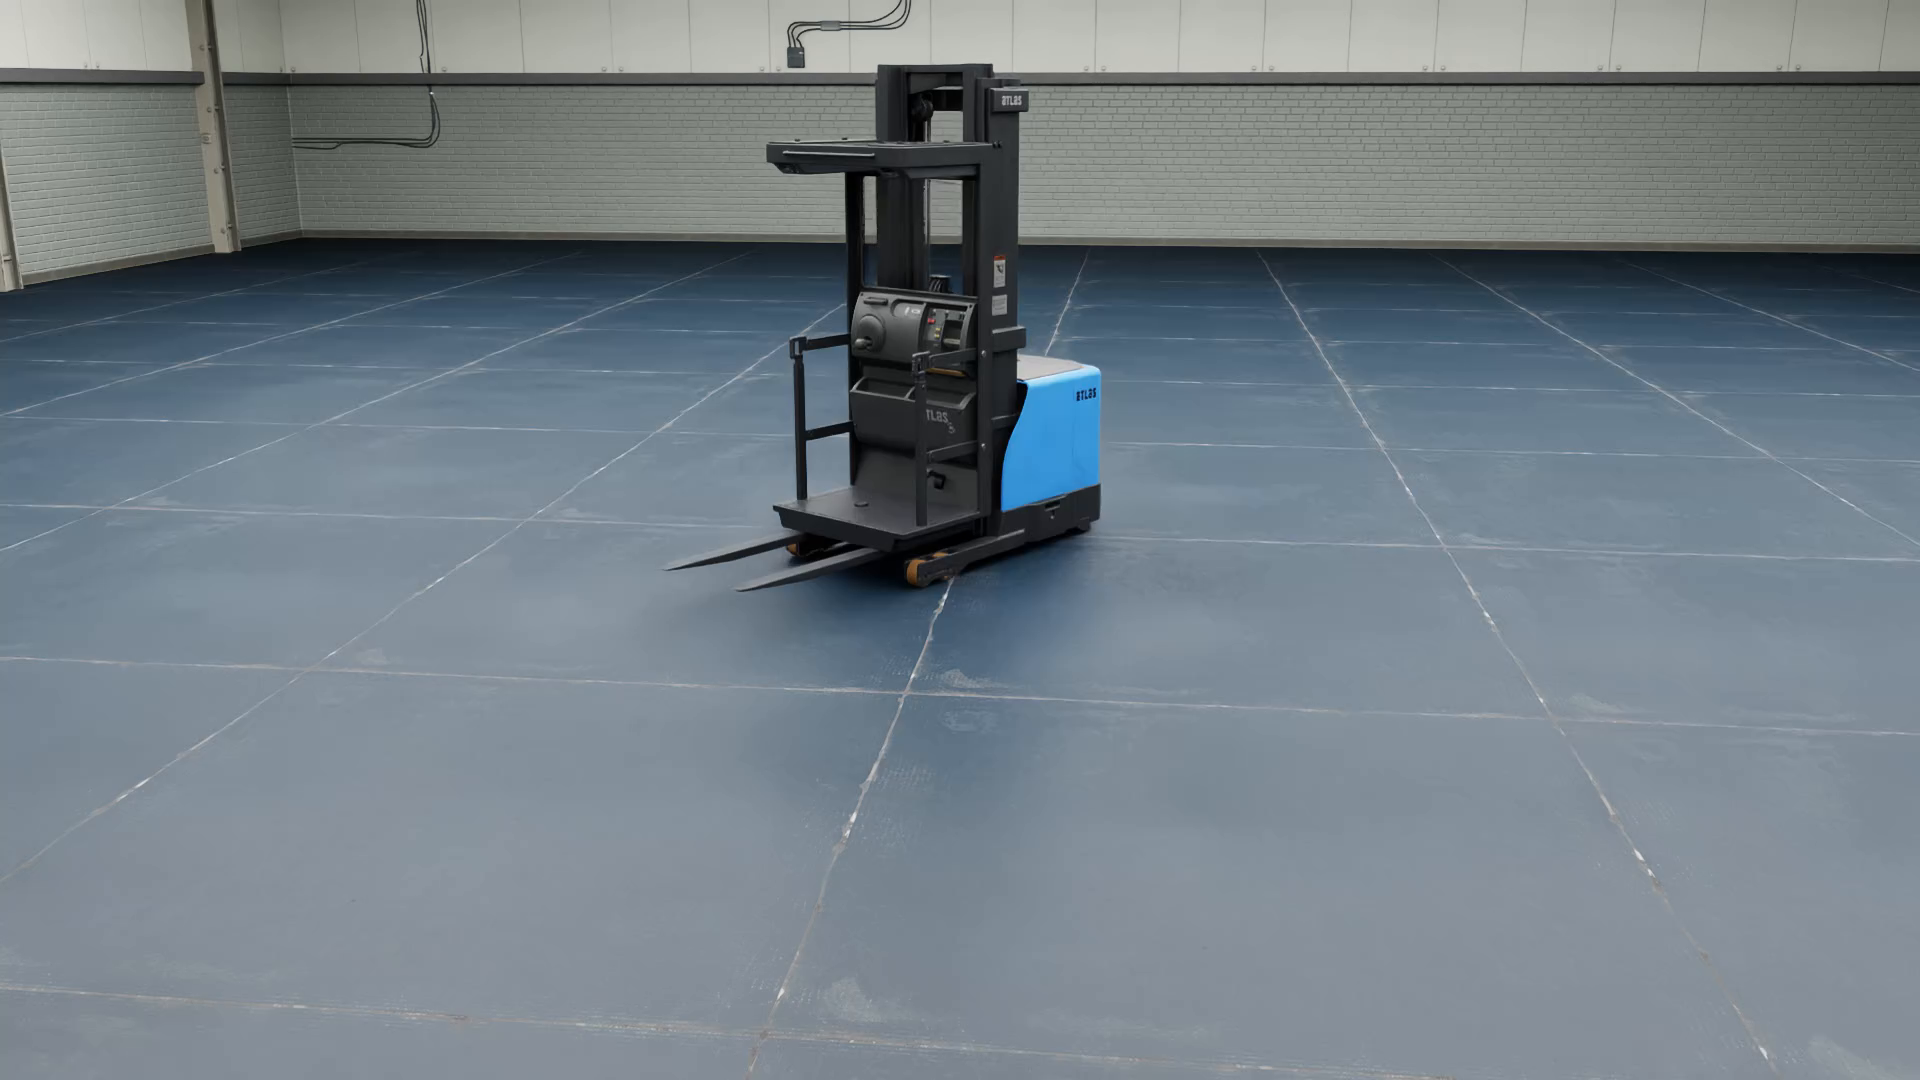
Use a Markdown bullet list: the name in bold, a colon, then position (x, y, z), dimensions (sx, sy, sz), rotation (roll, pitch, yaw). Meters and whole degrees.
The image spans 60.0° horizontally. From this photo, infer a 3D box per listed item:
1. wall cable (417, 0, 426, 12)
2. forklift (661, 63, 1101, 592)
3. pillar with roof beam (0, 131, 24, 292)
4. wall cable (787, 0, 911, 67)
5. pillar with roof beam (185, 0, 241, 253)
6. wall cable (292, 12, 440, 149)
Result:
- **wall cable**: position (-8.774, -11.092, 30.716), dimensions (3.097, 2.526, 0.112), rotation (2, 15, 6)
- **forklift**: position (-0.423, -1.287, 9.807), dimensions (1.130, 2.935, 3.031), rotation (13, 20, 39)
- **pillar with roof beam**: position (-9.508, -7.825, 22.359), dimensions (9.100, 9.000, 0.400), rotation (2, 15, 6)
- **wall cable**: position (-2.031, -11.591, 29.772), dimensions (2.305, 6.003, 0.169), rotation (2, 15, 6)
- **pillar with roof beam**: position (-8.831, -9.381, 28.114), dimensions (9.100, 9.000, 0.400), rotation (2, 15, 6)
- **wall cable**: position (-11.462, -8.734, 31.670), dimensions (3.097, 2.526, 0.112), rotation (2, 15, 6)
